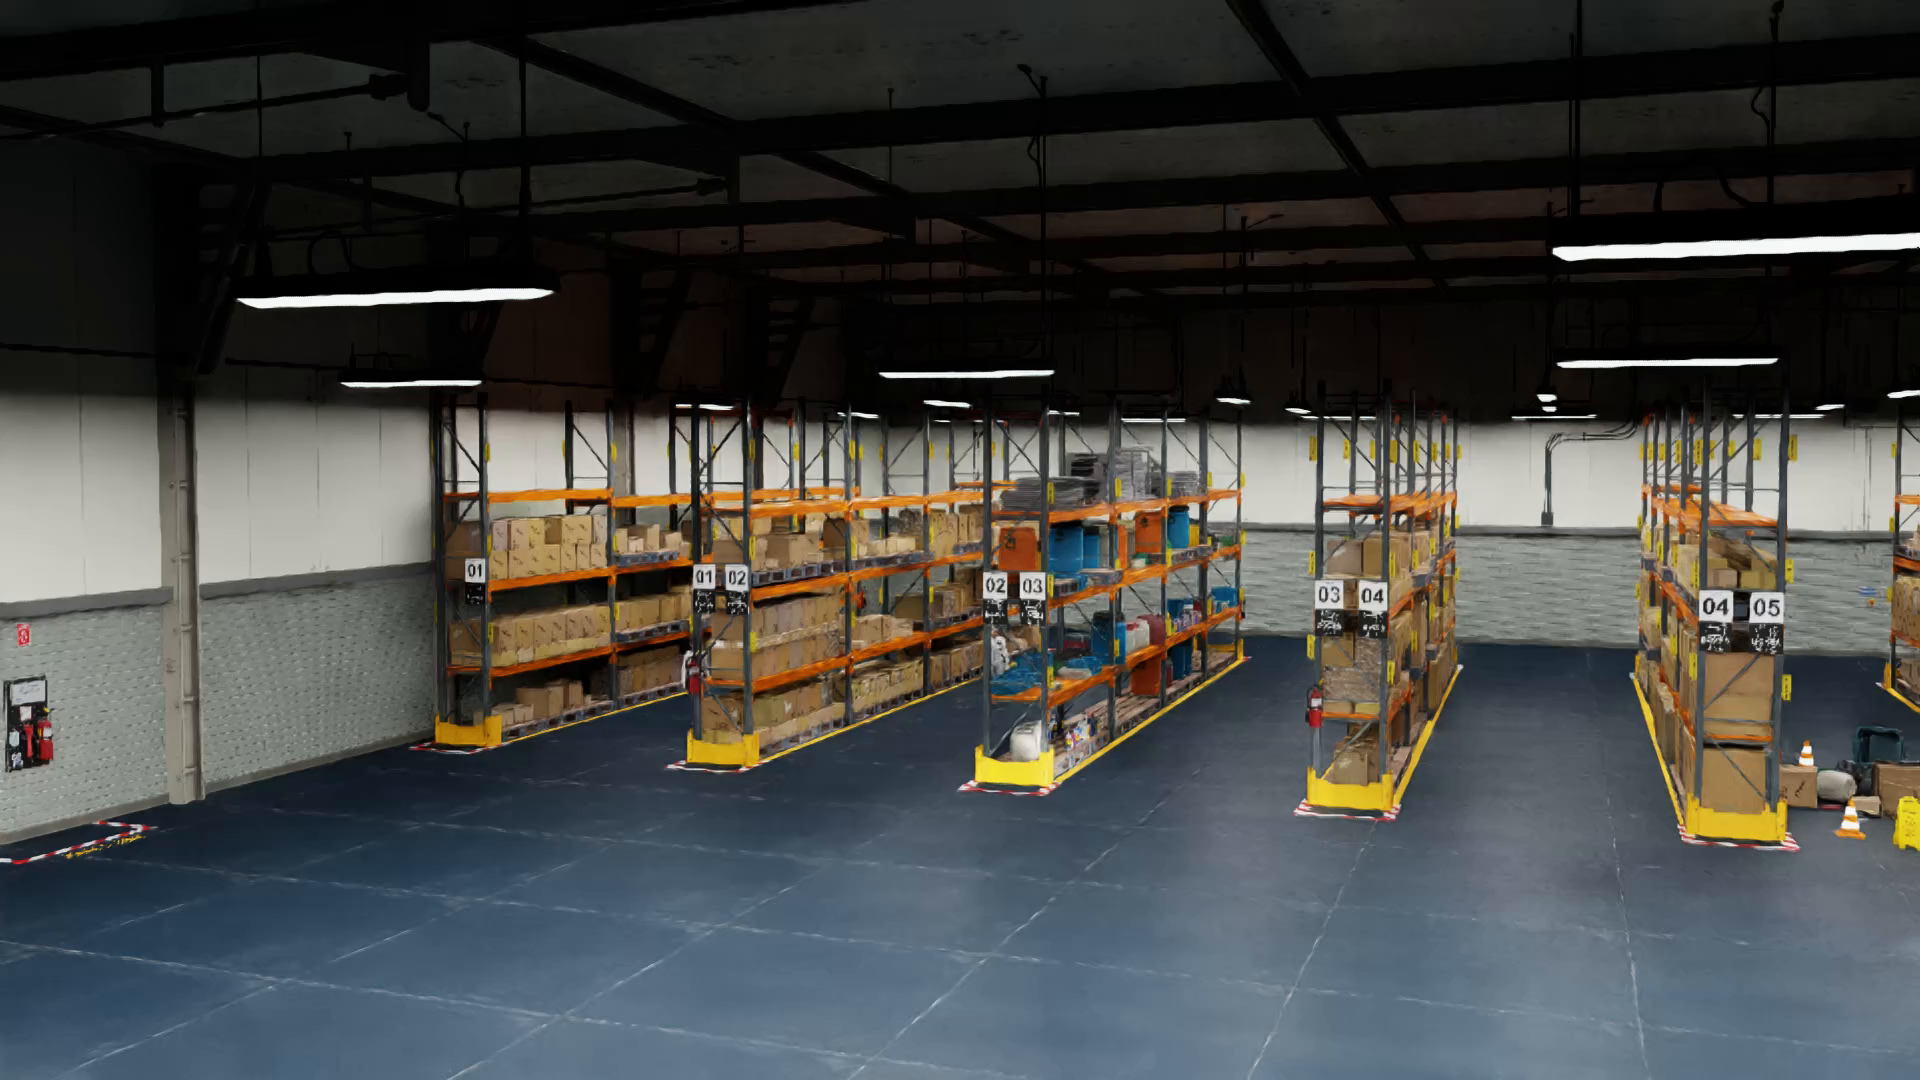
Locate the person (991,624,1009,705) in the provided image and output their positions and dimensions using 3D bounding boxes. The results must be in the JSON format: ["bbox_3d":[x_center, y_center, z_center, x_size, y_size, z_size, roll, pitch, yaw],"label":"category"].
[{"bbox_3d":[0.689,2.428,32.956,0.499,1.587,1.074,1,3,18],"label":"person"}]

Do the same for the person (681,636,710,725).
[{"bbox_3d":[-4.856,2.553,30.491,0.483,1.616,0.995,1,3,11],"label":"person"}]
